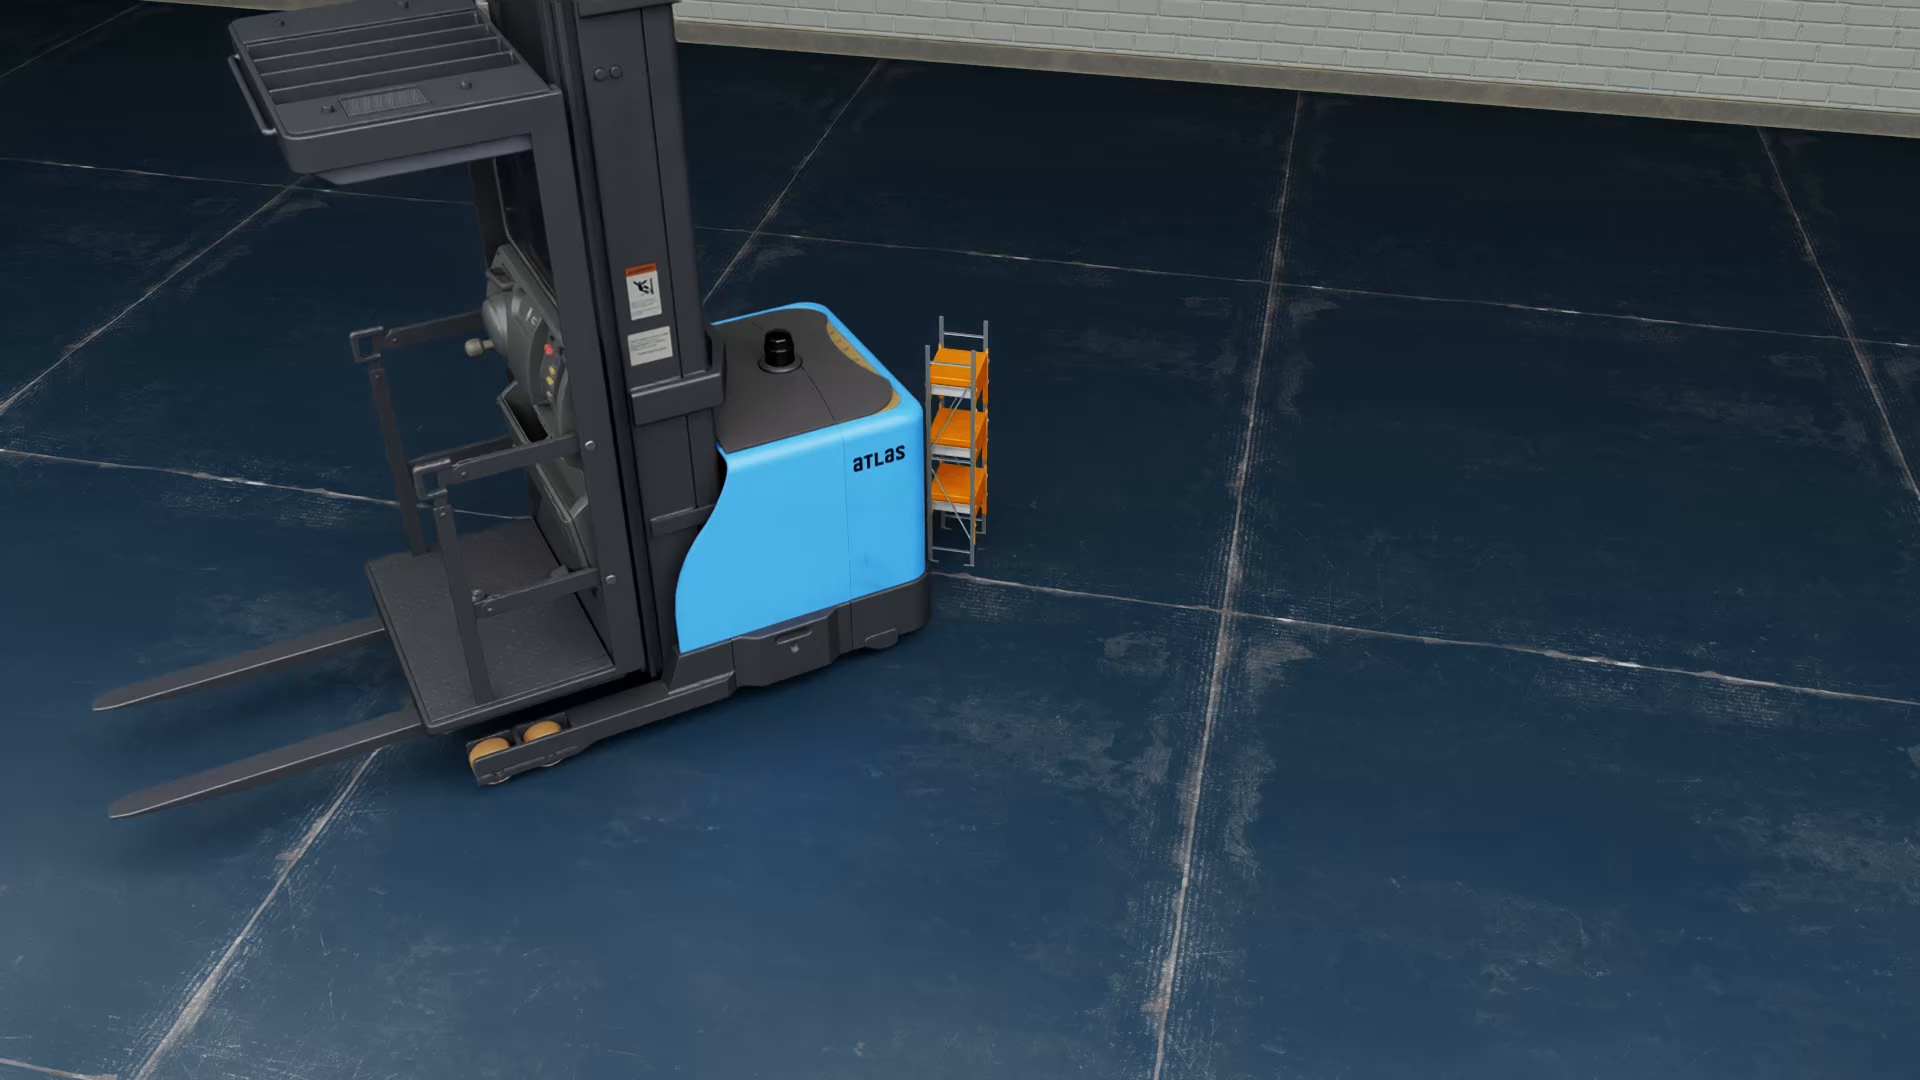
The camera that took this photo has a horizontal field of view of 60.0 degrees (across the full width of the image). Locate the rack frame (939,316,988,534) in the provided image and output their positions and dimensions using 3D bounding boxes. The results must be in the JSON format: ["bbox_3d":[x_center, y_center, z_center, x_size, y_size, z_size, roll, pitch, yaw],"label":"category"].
[{"bbox_3d":[0.015,-0.464,6.996,0.200,1.050,0.008,7,37,10],"label":"rack frame"}]

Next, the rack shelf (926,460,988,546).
[{"bbox_3d":[-0.011,-0.161,7.069,0.215,0.259,0.240,7,37,10],"label":"rack shelf"}]

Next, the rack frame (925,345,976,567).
[{"bbox_3d":[-0.038,-0.324,6.803,0.200,1.050,0.008,7,37,10],"label":"rack frame"}]

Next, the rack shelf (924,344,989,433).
[{"bbox_3d":[-0.011,-0.616,6.739,0.215,0.259,0.240,7,37,10],"label":"rack shelf"}]

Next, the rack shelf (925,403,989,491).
[{"bbox_3d":[-0.011,-0.386,6.906,0.215,0.259,0.240,7,37,10],"label":"rack shelf"}]

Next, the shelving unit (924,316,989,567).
[{"bbox_3d":[-0.011,-0.394,6.900,0.215,1.050,0.252,7,37,10],"label":"shelving unit"}]

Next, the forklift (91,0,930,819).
[{"bbox_3d":[-1.669,-0.658,5.660,3.031,2.935,1.130,-17,39,-22],"label":"forklift"}]
